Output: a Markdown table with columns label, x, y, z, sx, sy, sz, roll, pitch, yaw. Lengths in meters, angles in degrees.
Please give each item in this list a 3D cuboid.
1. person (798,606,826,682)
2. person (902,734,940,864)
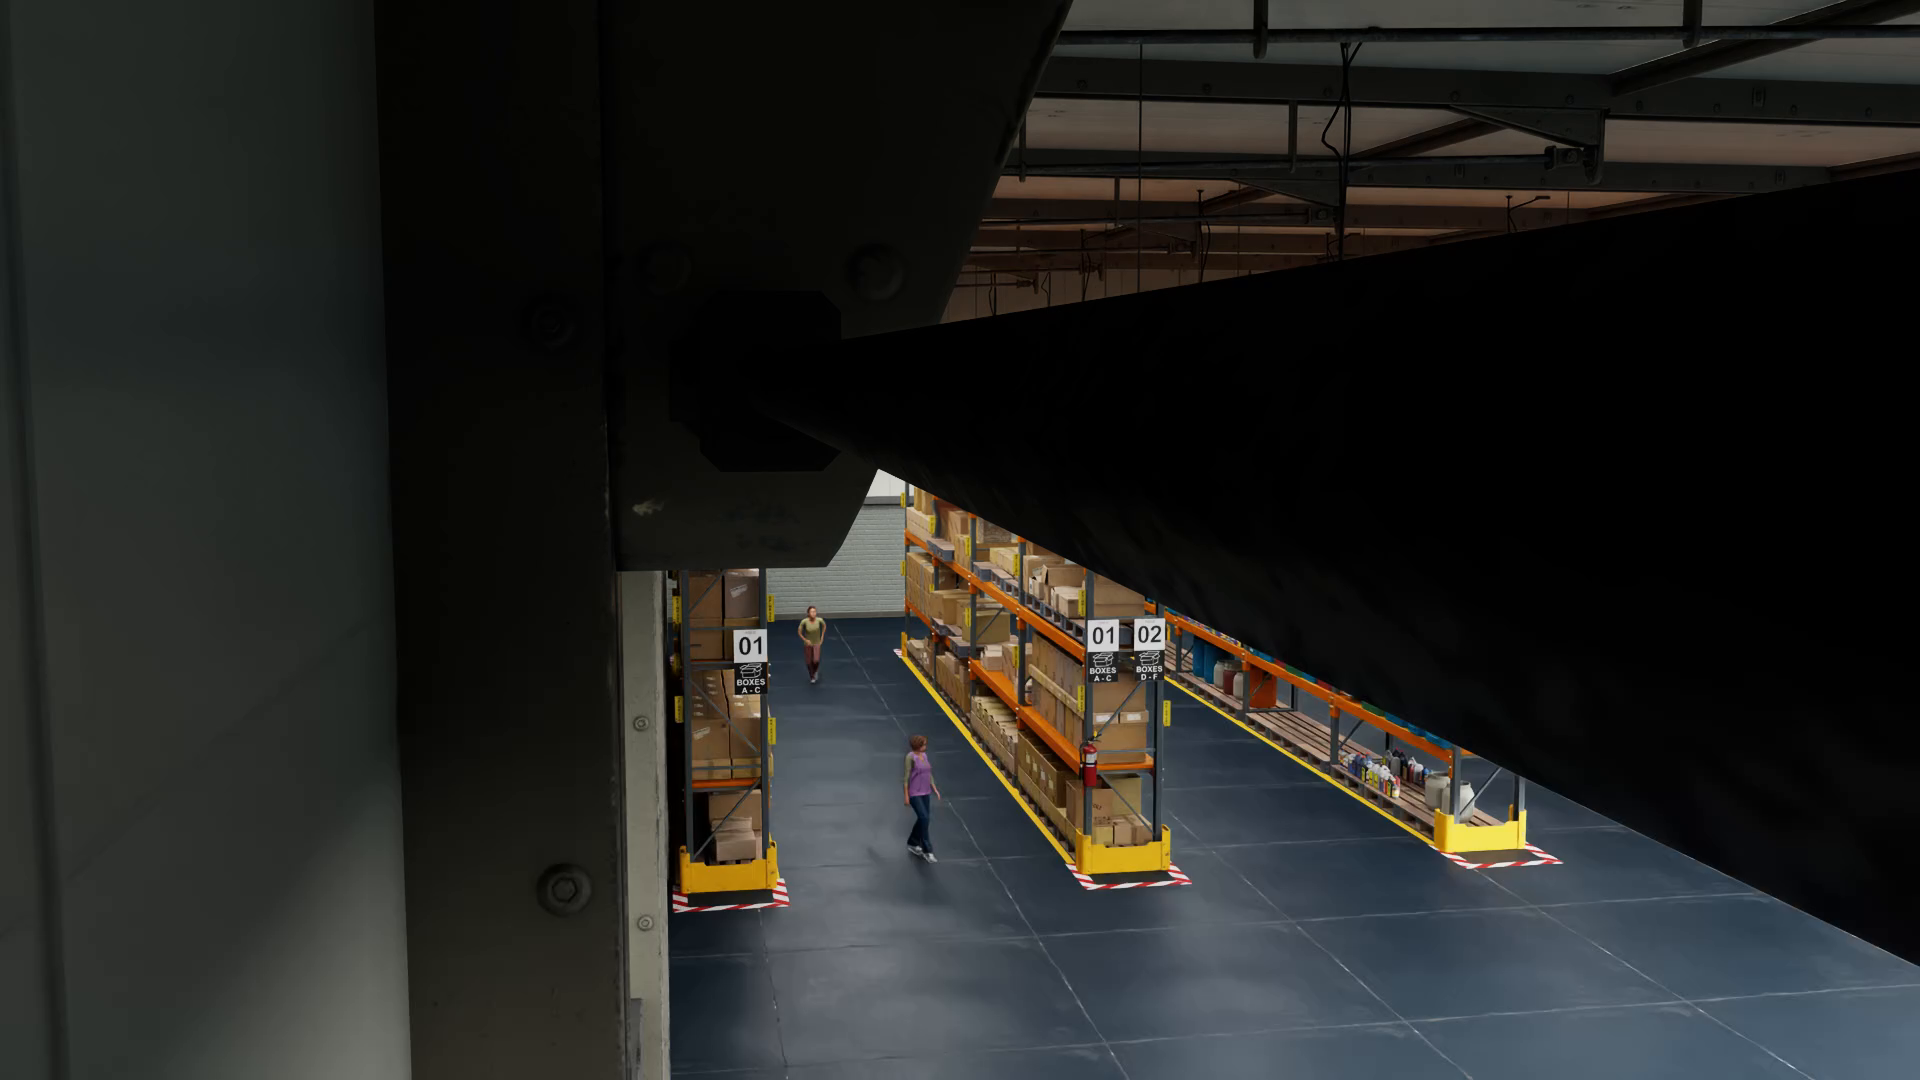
| label | x | y | z | sx | sy | sz | roll | pitch | yaw |
| --- | --- | --- | --- | --- | --- | --- | --- | --- | --- |
| person | -2.961 | 2.102 | 33.322 | 0.561 | 1.566 | 0.699 | 0 | 6 | -2 |
| person | -0.460 | 3.326 | 21.492 | 0.609 | 1.614 | 0.437 | 4 | 7 | 34 |
